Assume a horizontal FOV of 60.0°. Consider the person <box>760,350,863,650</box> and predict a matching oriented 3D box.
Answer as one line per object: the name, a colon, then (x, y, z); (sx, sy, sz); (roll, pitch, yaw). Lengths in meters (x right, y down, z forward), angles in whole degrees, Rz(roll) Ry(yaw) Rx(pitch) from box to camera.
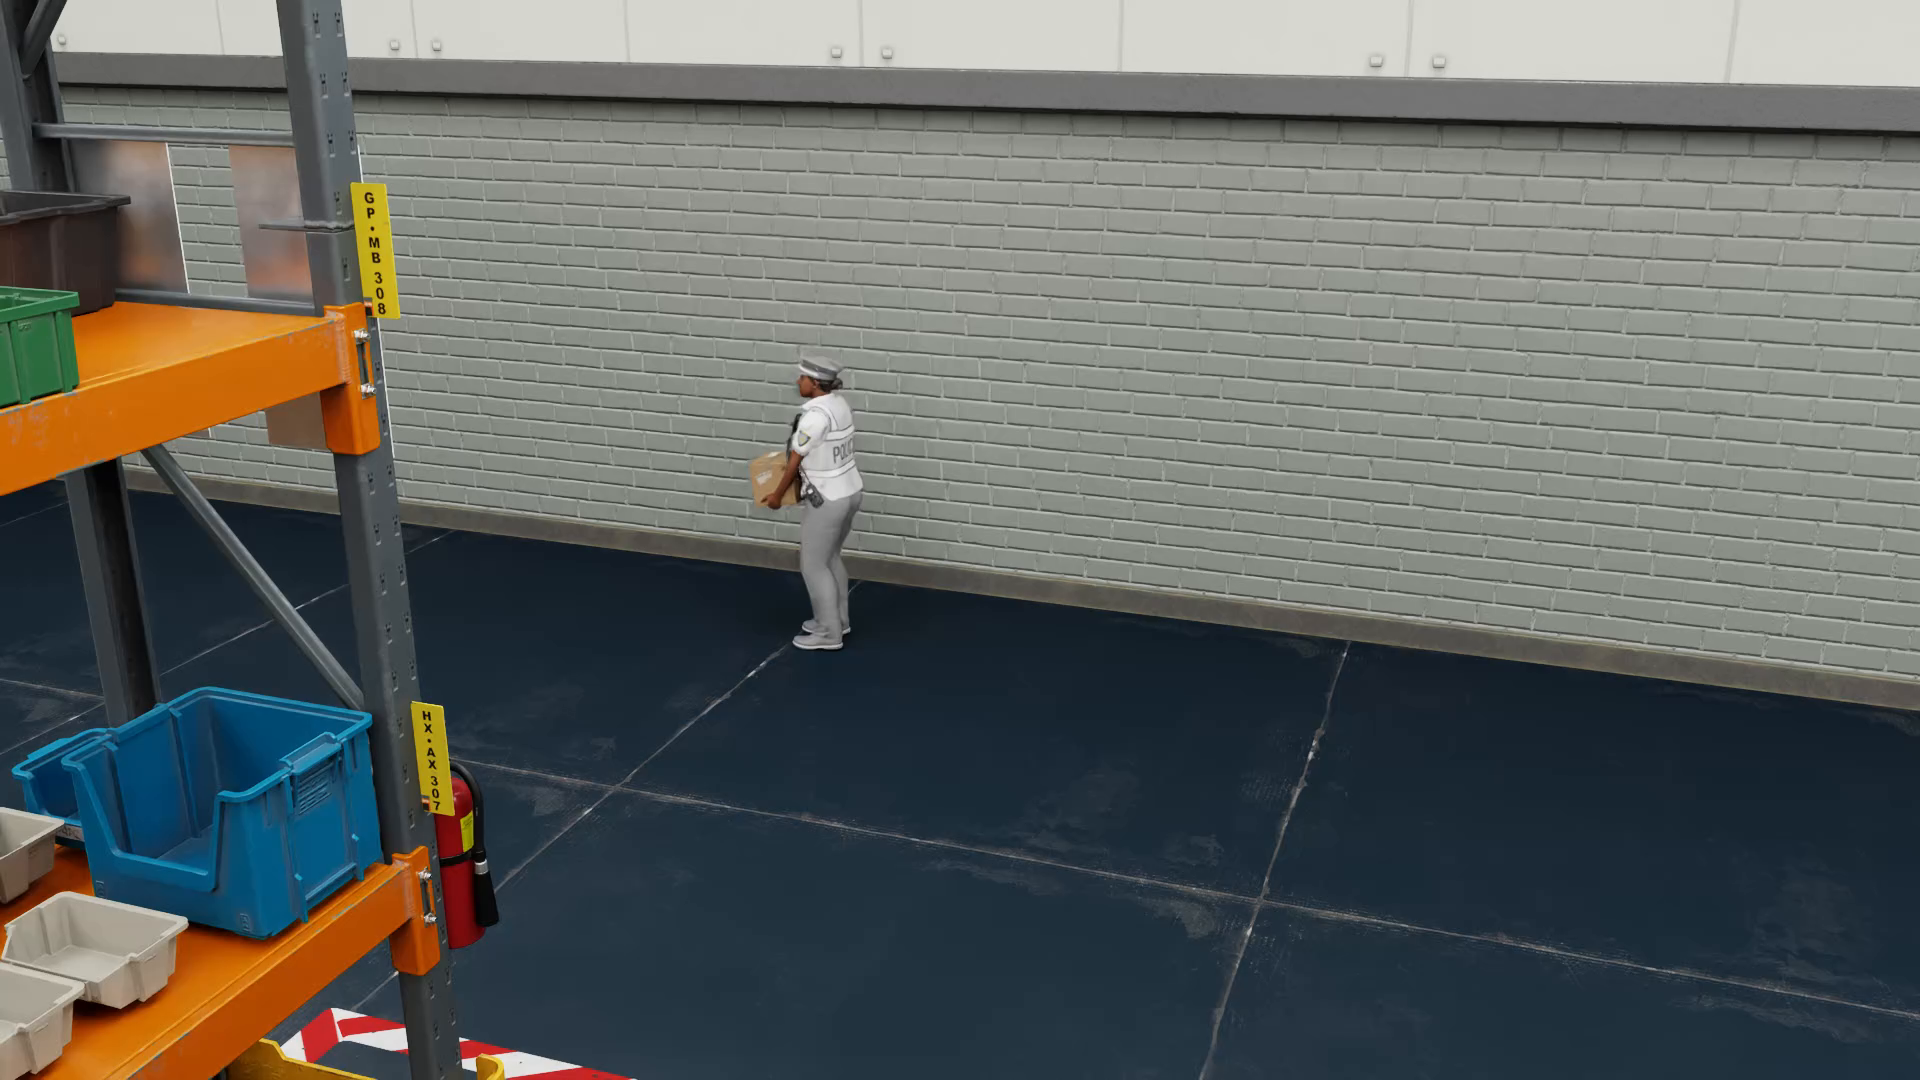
person: (-0.813, -0.227, 9.214); (0.530, 1.683, 0.416); (6, 20, 17)
